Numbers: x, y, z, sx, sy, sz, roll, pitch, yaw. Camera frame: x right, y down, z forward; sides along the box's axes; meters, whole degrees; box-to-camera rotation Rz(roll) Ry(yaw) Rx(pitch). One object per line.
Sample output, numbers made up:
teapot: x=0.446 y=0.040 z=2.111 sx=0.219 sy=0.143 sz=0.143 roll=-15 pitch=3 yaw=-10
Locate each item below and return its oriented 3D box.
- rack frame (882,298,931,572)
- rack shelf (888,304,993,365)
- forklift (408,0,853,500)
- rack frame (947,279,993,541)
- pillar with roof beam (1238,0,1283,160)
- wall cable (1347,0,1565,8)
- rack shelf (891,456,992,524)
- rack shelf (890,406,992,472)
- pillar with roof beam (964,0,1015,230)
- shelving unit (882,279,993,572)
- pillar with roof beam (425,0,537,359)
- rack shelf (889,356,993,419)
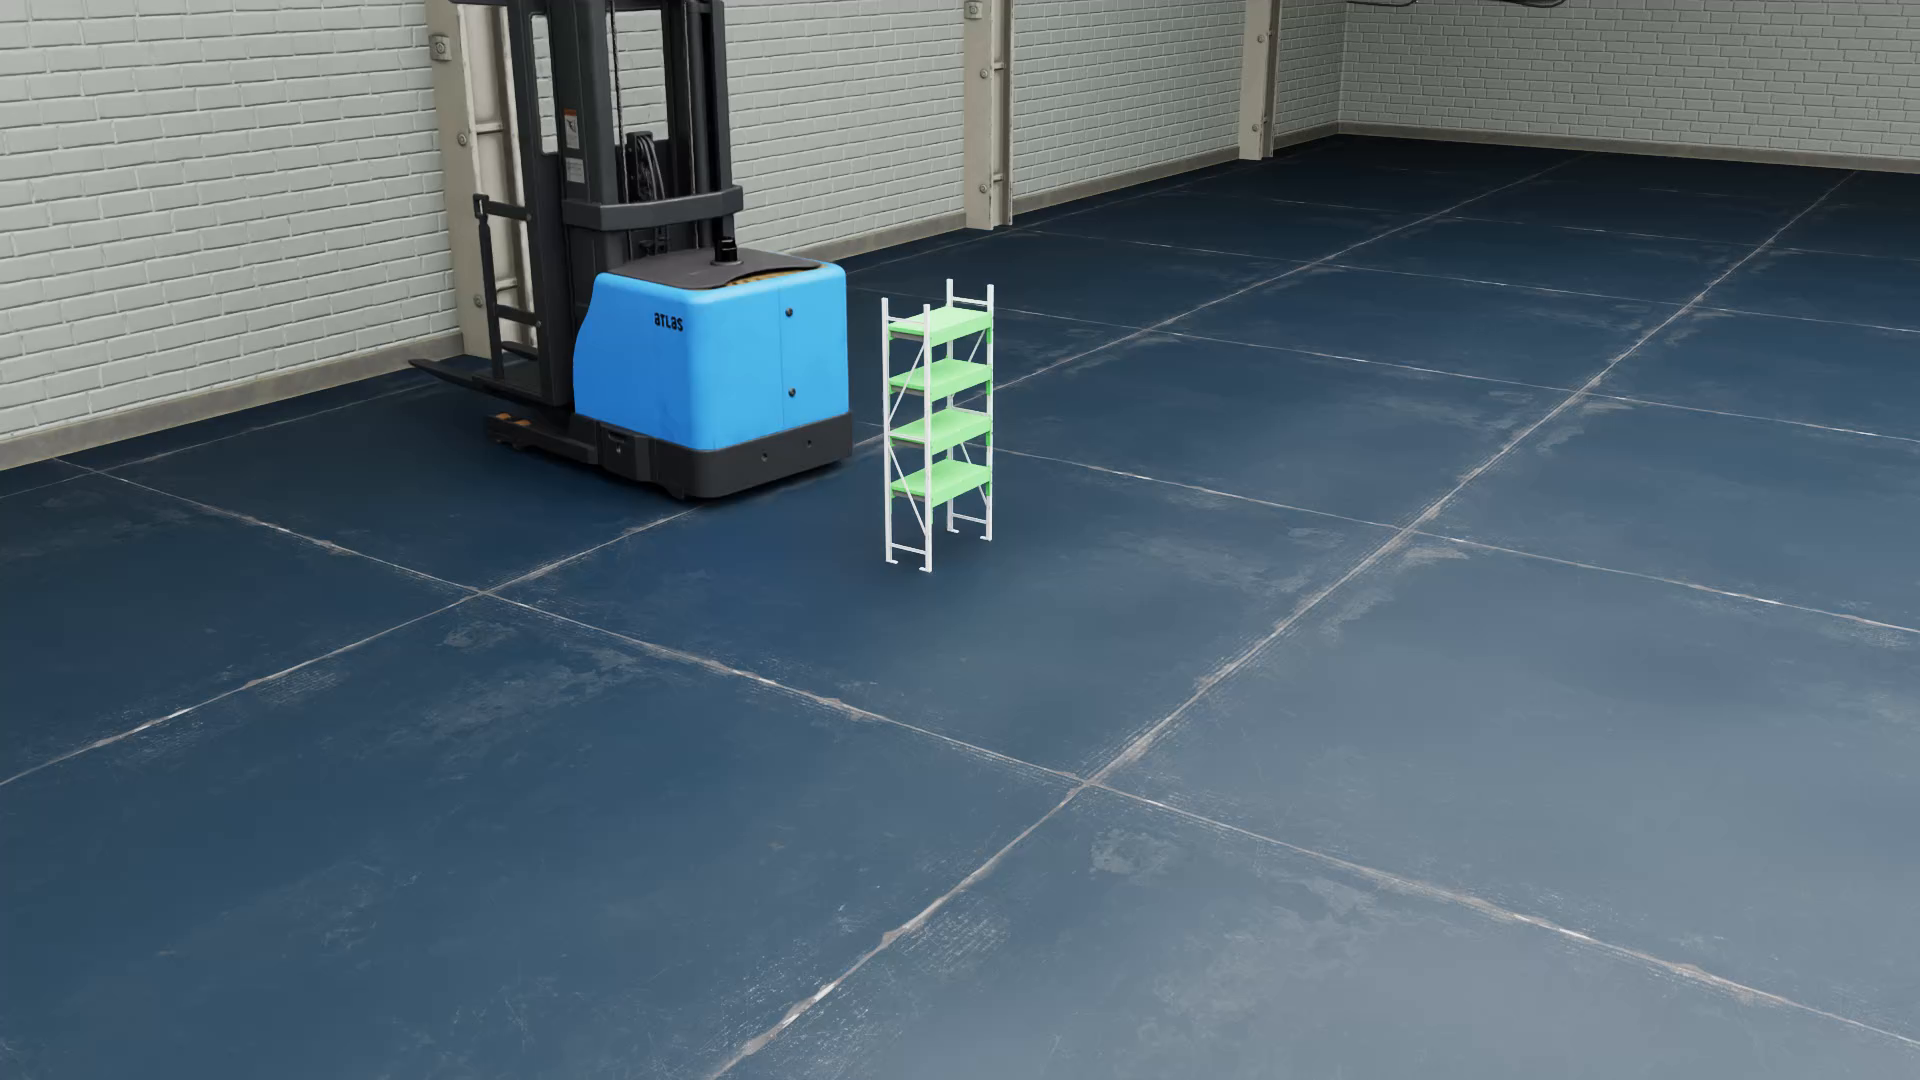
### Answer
rack frame: x=-0.230 y=-0.445 z=7.239 sx=0.240 sy=1.200 sz=0.015 roll=13 pitch=24 yaw=32
rack shelf: x=-0.093 y=-0.905 z=7.284 sx=0.258 sy=0.148 sz=0.480 roll=13 pitch=24 yaw=32
forklift: x=-1.995 y=-1.983 z=8.900 sx=3.031 sy=2.935 sz=1.130 roll=17 pitch=27 yaw=39
rack frame: x=0.044 y=-0.585 z=7.618 sx=0.240 sy=1.200 sz=0.015 roll=13 pitch=24 yaw=32
pillar with roof beam: x=7.200 y=-8.104 z=16.703 sx=9.100 sy=9.000 sz=0.400 roll=13 pitch=24 yaw=32
wall cable: x=6.390 y=-8.075 z=21.099 sx=3.097 sy=2.526 sz=0.112 roll=13 pitch=24 yaw=32
rack shelf: x=-0.093 y=-0.230 z=7.534 sx=0.258 sy=0.148 sz=0.480 roll=13 pitch=24 yaw=32
rack shelf: x=-0.093 y=-0.455 z=7.451 sx=0.258 sy=0.148 sz=0.480 roll=13 pitch=24 yaw=32
pillar with roof beam: x=3.827 y=-6.383 z=12.049 sx=9.100 sy=9.000 sz=0.400 roll=13 pitch=24 yaw=32
shelving unit: x=-0.093 y=-0.515 z=7.428 sx=0.258 sy=1.200 sz=0.503 roll=13 pitch=24 yaw=32
pillar with roof beam: x=0.455 y=-4.661 z=7.395 sx=9.100 sy=9.000 sz=0.400 roll=13 pitch=24 yaw=32
rack shelf: x=-0.093 y=-0.680 z=7.367 sx=0.258 sy=0.148 sz=0.480 roll=13 pitch=24 yaw=32
